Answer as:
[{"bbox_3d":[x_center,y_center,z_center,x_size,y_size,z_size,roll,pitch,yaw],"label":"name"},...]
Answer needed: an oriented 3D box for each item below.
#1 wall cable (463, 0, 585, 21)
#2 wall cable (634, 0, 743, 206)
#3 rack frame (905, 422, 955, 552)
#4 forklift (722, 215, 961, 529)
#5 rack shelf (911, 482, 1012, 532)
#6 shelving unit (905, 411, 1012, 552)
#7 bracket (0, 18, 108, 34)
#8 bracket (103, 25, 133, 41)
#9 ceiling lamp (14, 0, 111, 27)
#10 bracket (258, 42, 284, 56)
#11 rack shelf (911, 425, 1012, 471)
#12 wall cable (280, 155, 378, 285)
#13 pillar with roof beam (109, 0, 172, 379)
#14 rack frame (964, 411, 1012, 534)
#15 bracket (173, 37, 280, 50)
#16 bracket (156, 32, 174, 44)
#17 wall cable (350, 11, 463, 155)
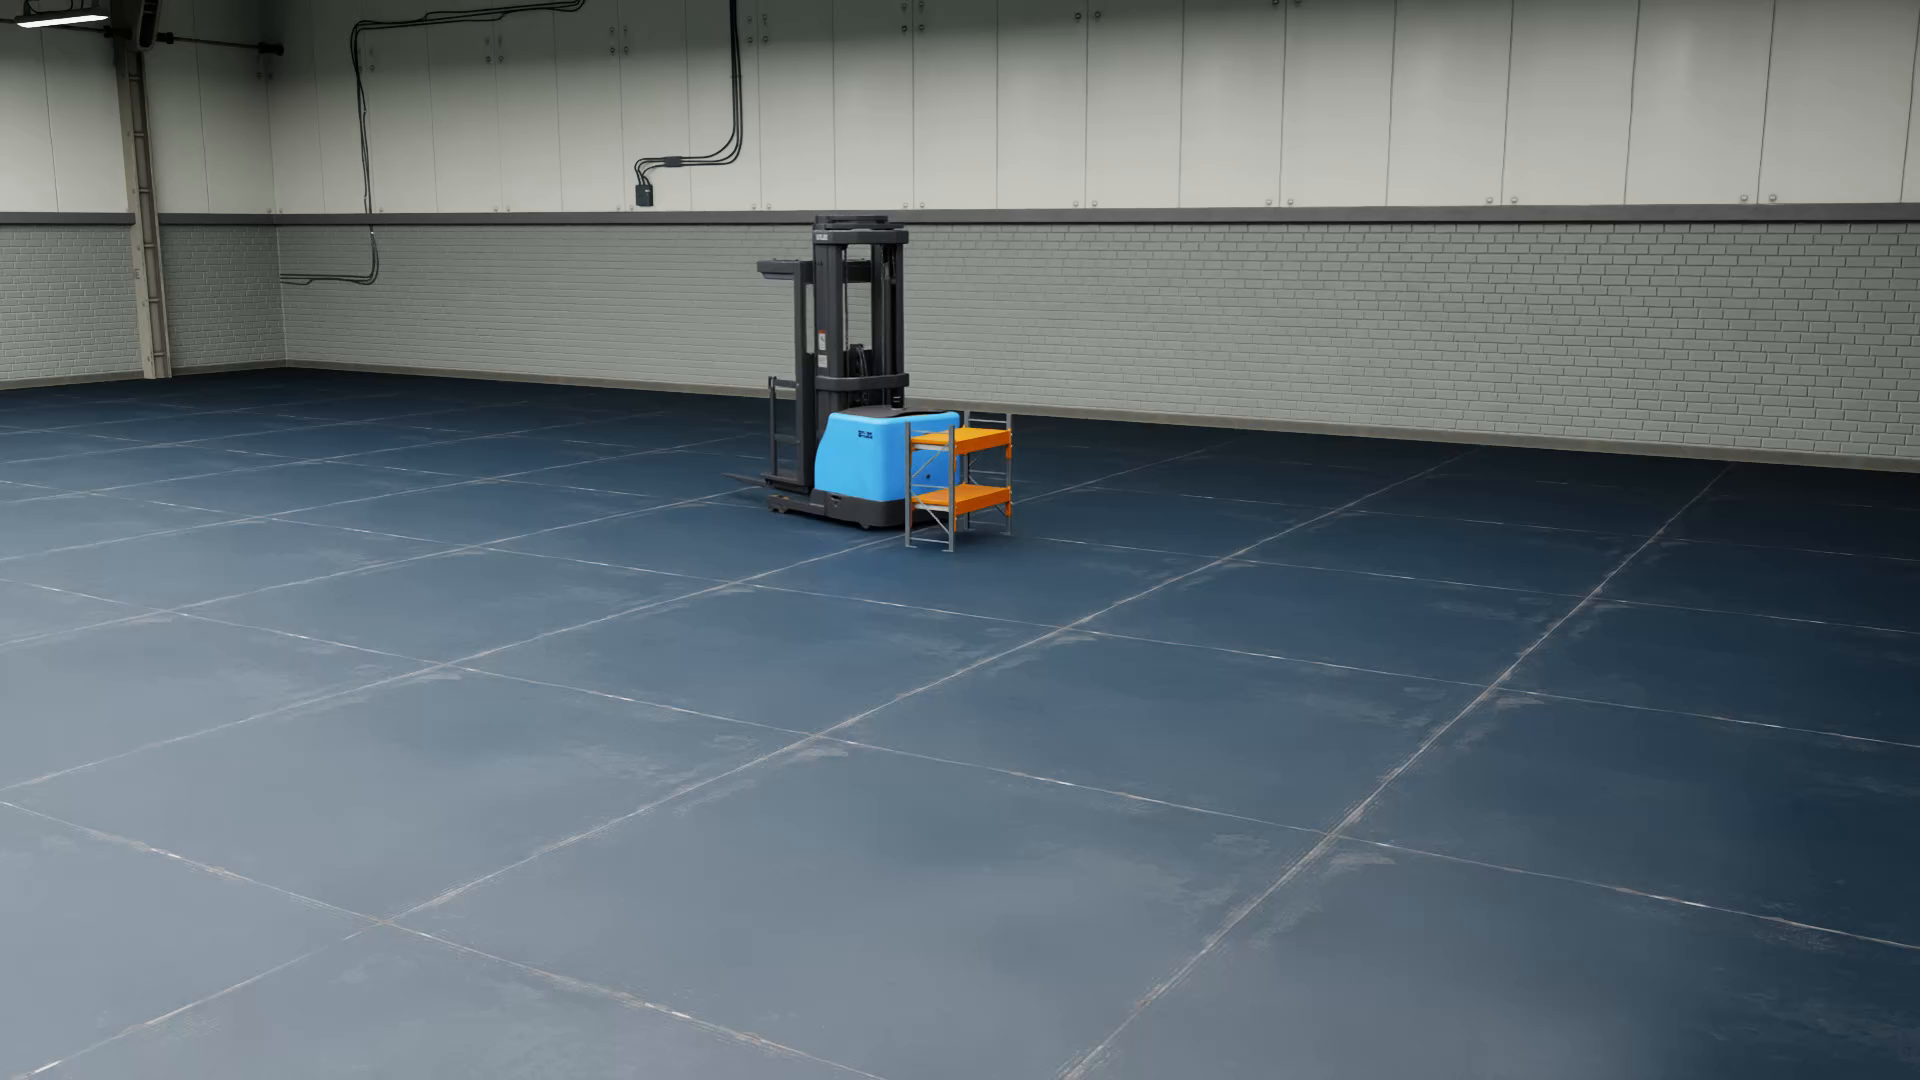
[{"bbox_3d":[-7.752,-10.507,29.271,3.097,2.526,0.112,6,12,31],"label":"wall cable"},{"bbox_3d":[-4.604,-8.631,27.658,2.305,6.003,0.169,6,12,31],"label":"wall cable"},{"bbox_3d":[-0.267,-0.472,14.714,0.500,1.125,0.032,6,12,31],"label":"rack frame"},{"bbox_3d":[-1.323,-1.760,16.685,1.130,2.935,3.031,-9,14,-40],"label":"forklift"},{"bbox_3d":[-0.003,-0.312,15.186,0.538,0.278,1.000,6,12,31],"label":"rack shelf"},{"bbox_3d":[-0.003,-0.552,15.141,0.538,1.125,1.048,6,12,31],"label":"shelving unit"},{"bbox_3d":[-16.619,-8.797,28.003,0.076,0.066,4.783,6,12,31],"label":"bracket"},{"bbox_3d":[-15.281,-9.202,30.168,0.235,0.232,0.430,6,12,31],"label":"bracket"},{"bbox_3d":[-13.316,-9.340,24.822,2.000,3.185,0.800,6,12,31],"label":"ceiling lamp"},{"bbox_3d":[-13.620,-9.705,32.856,0.235,0.232,0.430,6,12,31],"label":"bracket"},{"bbox_3d":[-0.003,-0.840,15.087,0.538,0.278,1.000,6,12,31],"label":"rack shelf"},{"bbox_3d":[-12.709,-6.343,33.114,3.097,2.526,0.112,6,12,31],"label":"wall cable"},{"bbox_3d":[-11.690,-7.121,28.832,9.100,9.000,0.548,6,12,31],"label":"pillar with roof beam"},{"bbox_3d":[0.260,-0.632,15.568,0.500,1.125,0.032,6,12,31],"label":"rack frame"},{"bbox_3d":[-13.926,-9.613,32.360,0.076,0.066,3.189,6,12,31],"label":"bracket"},{"bbox_3d":[-14.850,-9.333,30.865,0.235,0.232,0.430,6,12,31],"label":"bracket"},{"bbox_3d":[-10.397,-8.567,31.269,3.097,2.526,0.112,6,12,31],"label":"wall cable"}]
